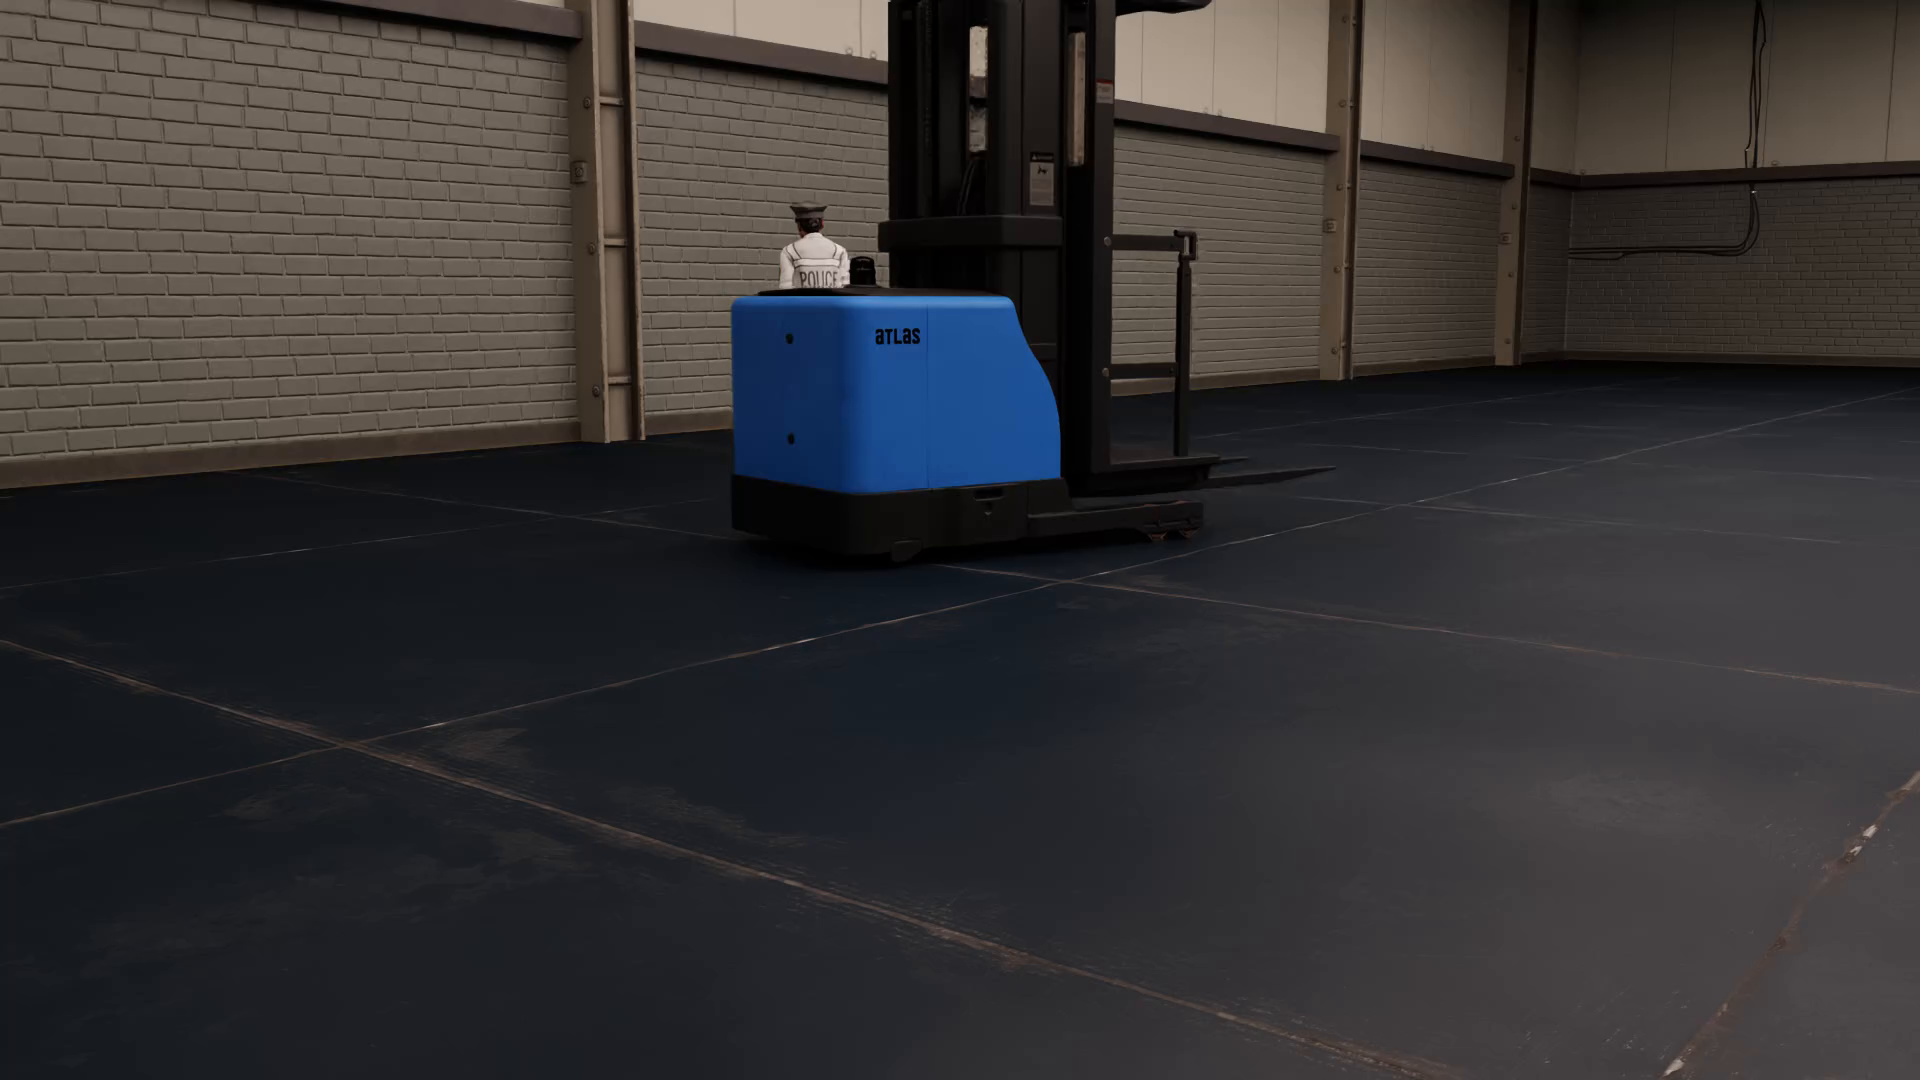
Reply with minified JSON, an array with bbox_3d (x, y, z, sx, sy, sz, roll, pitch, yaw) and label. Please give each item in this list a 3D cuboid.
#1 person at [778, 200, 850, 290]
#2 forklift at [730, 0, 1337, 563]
[{"bbox_3d":[-0.900,-1.271,10.357,0.528,1.662,0.375,-2,9,-16],"label":"person"},{"bbox_3d":[0.487,-1.505,7.567,3.031,2.935,1.130,-6,10,-36],"label":"forklift"}]
